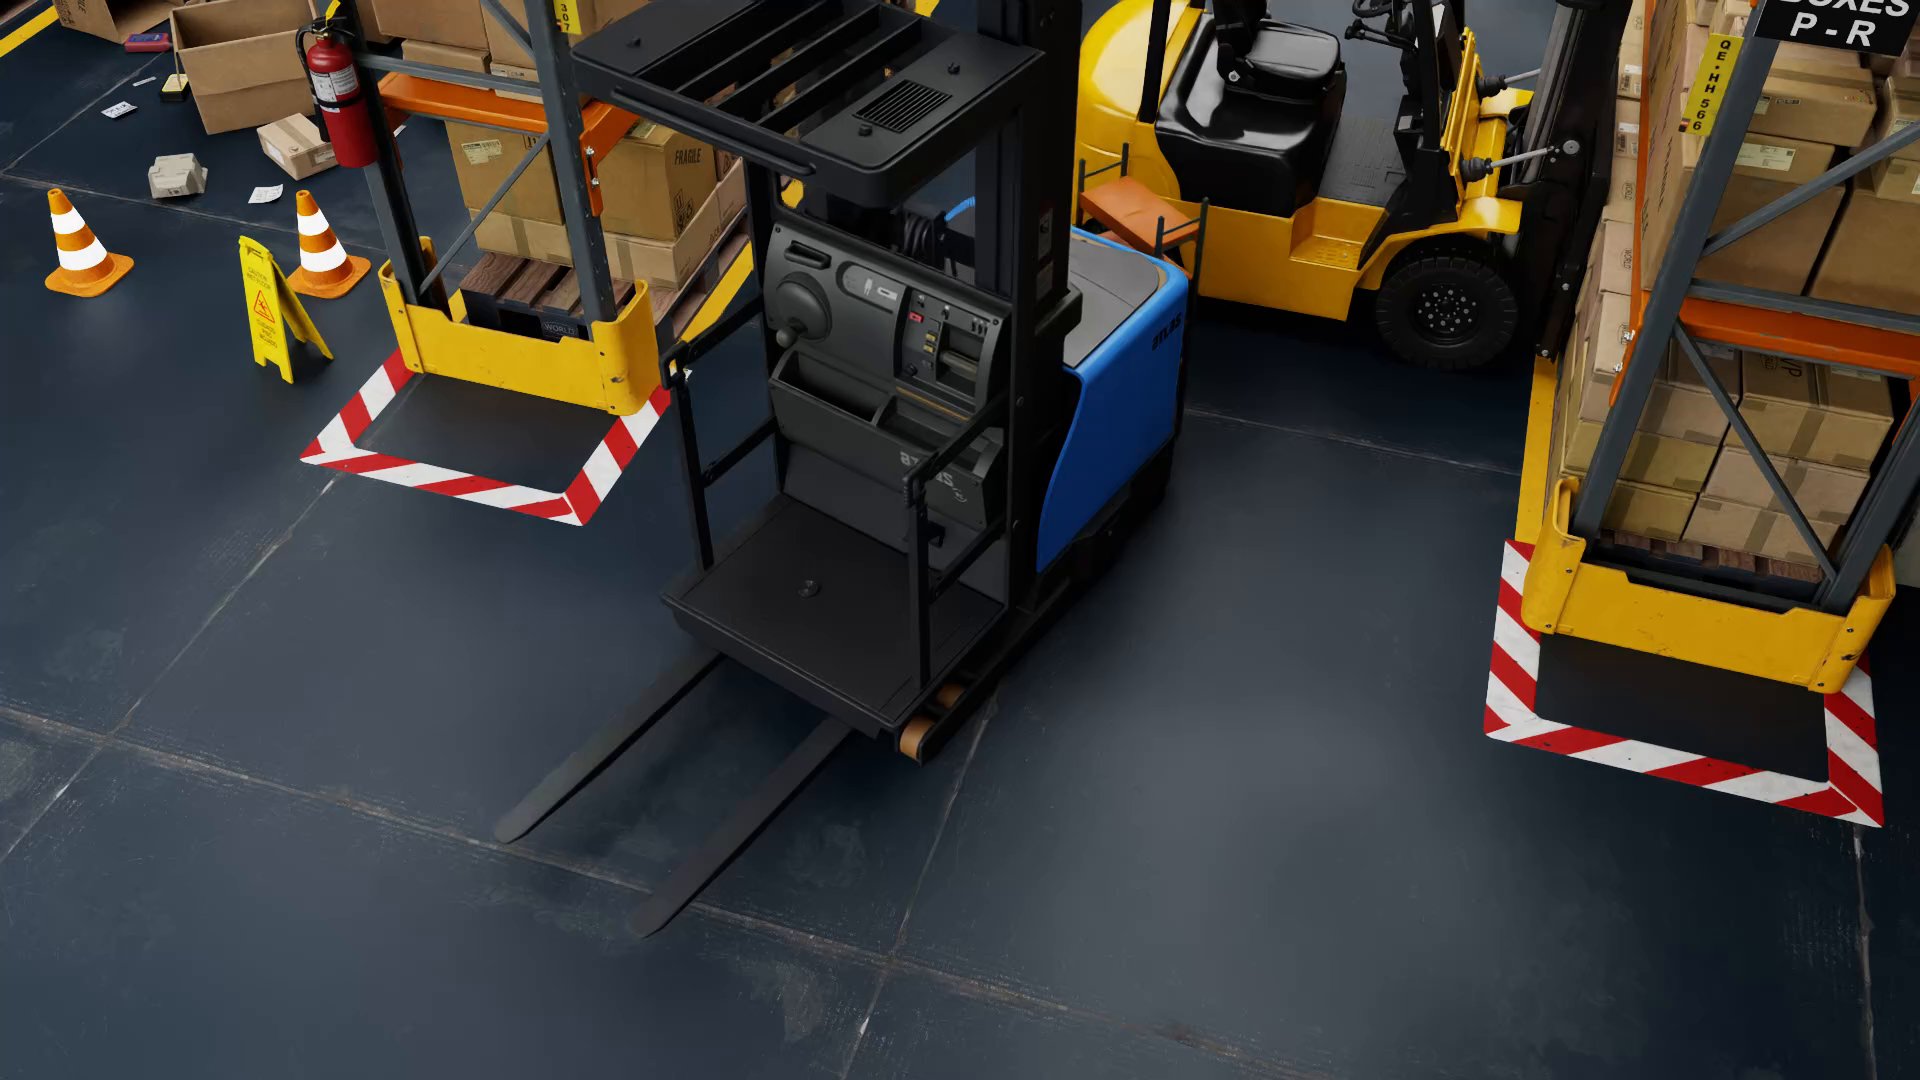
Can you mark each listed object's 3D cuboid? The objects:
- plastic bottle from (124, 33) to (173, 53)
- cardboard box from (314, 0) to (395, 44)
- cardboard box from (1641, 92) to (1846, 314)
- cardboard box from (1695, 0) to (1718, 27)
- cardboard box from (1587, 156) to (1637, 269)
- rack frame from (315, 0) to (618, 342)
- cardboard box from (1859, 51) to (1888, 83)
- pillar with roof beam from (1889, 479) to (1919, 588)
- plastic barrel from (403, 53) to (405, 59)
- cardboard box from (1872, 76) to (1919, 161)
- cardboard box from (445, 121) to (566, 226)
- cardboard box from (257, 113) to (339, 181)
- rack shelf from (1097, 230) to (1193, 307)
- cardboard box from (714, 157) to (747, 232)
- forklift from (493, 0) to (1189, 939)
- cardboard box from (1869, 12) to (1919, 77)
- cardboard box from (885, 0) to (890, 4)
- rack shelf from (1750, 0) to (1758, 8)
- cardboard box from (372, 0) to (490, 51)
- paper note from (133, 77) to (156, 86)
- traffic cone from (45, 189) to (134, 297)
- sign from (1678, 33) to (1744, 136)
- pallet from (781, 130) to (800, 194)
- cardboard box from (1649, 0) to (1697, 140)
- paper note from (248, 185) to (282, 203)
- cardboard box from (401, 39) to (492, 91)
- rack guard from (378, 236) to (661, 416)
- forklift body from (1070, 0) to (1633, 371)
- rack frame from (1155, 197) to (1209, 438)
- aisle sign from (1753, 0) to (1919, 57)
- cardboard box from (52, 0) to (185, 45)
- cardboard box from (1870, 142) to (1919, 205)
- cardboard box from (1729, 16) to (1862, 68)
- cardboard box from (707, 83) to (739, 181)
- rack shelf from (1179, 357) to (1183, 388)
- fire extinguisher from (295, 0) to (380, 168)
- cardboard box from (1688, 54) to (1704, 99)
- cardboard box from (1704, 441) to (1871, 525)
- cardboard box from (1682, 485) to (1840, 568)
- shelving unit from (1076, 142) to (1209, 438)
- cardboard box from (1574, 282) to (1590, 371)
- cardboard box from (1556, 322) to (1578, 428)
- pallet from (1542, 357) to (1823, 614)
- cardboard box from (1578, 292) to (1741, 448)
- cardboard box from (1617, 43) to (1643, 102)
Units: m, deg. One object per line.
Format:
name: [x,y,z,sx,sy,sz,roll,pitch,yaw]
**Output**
plastic bottle: [-4.684,-2.888,9.658,0.283,0.061,0.133,-2,44,-2]
cardboard box: [-3.564,-3.281,9.646,0.797,0.637,0.503,13,46,13]
cardboard box: [2.673,-1.163,5.722,0.500,0.500,0.500,12,46,12]
cardboard box: [2.920,-1.989,6.103,0.380,0.149,0.250,11,45,11]
cardboard box: [2.908,-1.321,6.907,0.500,0.250,0.500,13,46,13]
rack frame: [-1.958,-1.793,6.437,1.000,3.000,0.127,13,46,13]
cardboard box: [3.221,-1.528,5.632,0.380,0.149,0.250,12,46,12]
pillar with roof beam: [-0.259,-4.073,4.478,9.100,9.000,0.400,13,46,13]
plastic barrel: [-2.775,-2.569,9.073,0.421,0.421,0.512,-24,49,-22]
cardboard box: [3.079,-1.296,5.182,0.380,0.149,0.250,12,46,12]
cardboard box: [-1.964,-1.817,7.592,0.500,0.500,0.500,13,46,13]
cardboard box: [-3.486,-2.075,8.764,0.250,0.149,0.380,-33,53,-29]
rack shelf: [0.713,-1.088,6.781,0.258,0.148,0.480,-26,50,-24]
cardboard box: [-1.288,-1.778,8.088,0.500,0.250,0.500,14,46,14]
forklift: [-0.383,-0.648,5.317,1.130,2.935,3.031,26,50,24]
cardboard box: [3.257,-1.642,5.536,0.380,0.149,0.250,13,46,13]
cardboard box: [-0.669,-3.175,9.516,0.500,0.250,0.500,14,46,14]
rack shelf: [3.379,-2.892,5.930,1.077,0.370,4.000,13,46,13]
cardboard box: [-2.056,-2.355,6.727,0.500,0.500,0.500,12,46,12]
paper note: [-4.605,-2.589,9.389,0.123,0.001,0.032,-33,53,-29]
traffic cone: [-4.218,-1.454,7.905,0.336,0.463,0.334,13,46,13]
sign: [2.261,-1.366,5.004,0.100,0.325,0.005,13,46,13]
pallet: [-1.284,-2.191,8.838,1.003,0.211,1.213,13,46,13]
cardboard box: [2.993,-1.849,6.423,0.500,0.500,0.500,12,46,12]
paper note: [-3.569,-1.783,8.550,0.148,0.019,0.142,-2,44,-2]
cardboard box: [-2.049,-1.997,6.826,0.380,0.149,0.250,14,46,14]
rack guard: [-1.935,-0.950,7.363,1.175,0.500,0.348,13,46,13]
forklift body: [1.609,-2.091,7.349,2.313,2.155,1.214,13,46,13]
rack frame: [0.851,-0.836,6.746,0.240,1.200,0.015,-26,50,-24]
aisle sign: [2.474,-1.691,4.475,0.394,0.787,0.004,13,46,13]
cardboard box: [-4.987,-3.295,9.758,0.500,0.500,0.500,20,48,19]
cardboard box: [3.124,-1.182,5.278,0.380,0.149,0.250,11,46,11]
cardboard box: [2.726,-1.572,5.464,0.380,0.149,0.250,13,46,13]
cardboard box: [-1.289,-2.072,7.853,0.500,0.500,0.500,11,45,11]
rack shelf: [0.713,-0.786,7.076,0.258,0.148,0.480,-26,50,-24]
fire extinguisher: [-2.432,-1.786,6.486,0.296,0.674,0.183,13,46,13]
cardboard box: [2.661,-1.478,5.581,0.380,0.149,0.250,13,46,13]
cardboard box: [3.114,-0.359,6.281,0.500,0.250,0.500,13,46,13]
cardboard box: [3.109,-0.197,6.472,0.500,0.250,0.500,13,46,13]
shelving unit: [0.713,-0.976,6.890,0.258,1.200,0.503,-26,50,-24]
cardboard box: [2.785,-0.812,6.744,0.500,0.250,0.500,12,46,12]
cardboard box: [2.775,-0.621,6.905,0.500,0.250,0.500,13,46,12]
pallet: [2.965,-0.266,6.870,1.003,0.211,1.213,13,46,13]
cardboard box: [2.616,-0.641,6.212,0.500,0.250,0.500,14,46,14]
cardboard box: [3.235,-2.006,7.606,0.500,0.250,0.500,14,46,14]
